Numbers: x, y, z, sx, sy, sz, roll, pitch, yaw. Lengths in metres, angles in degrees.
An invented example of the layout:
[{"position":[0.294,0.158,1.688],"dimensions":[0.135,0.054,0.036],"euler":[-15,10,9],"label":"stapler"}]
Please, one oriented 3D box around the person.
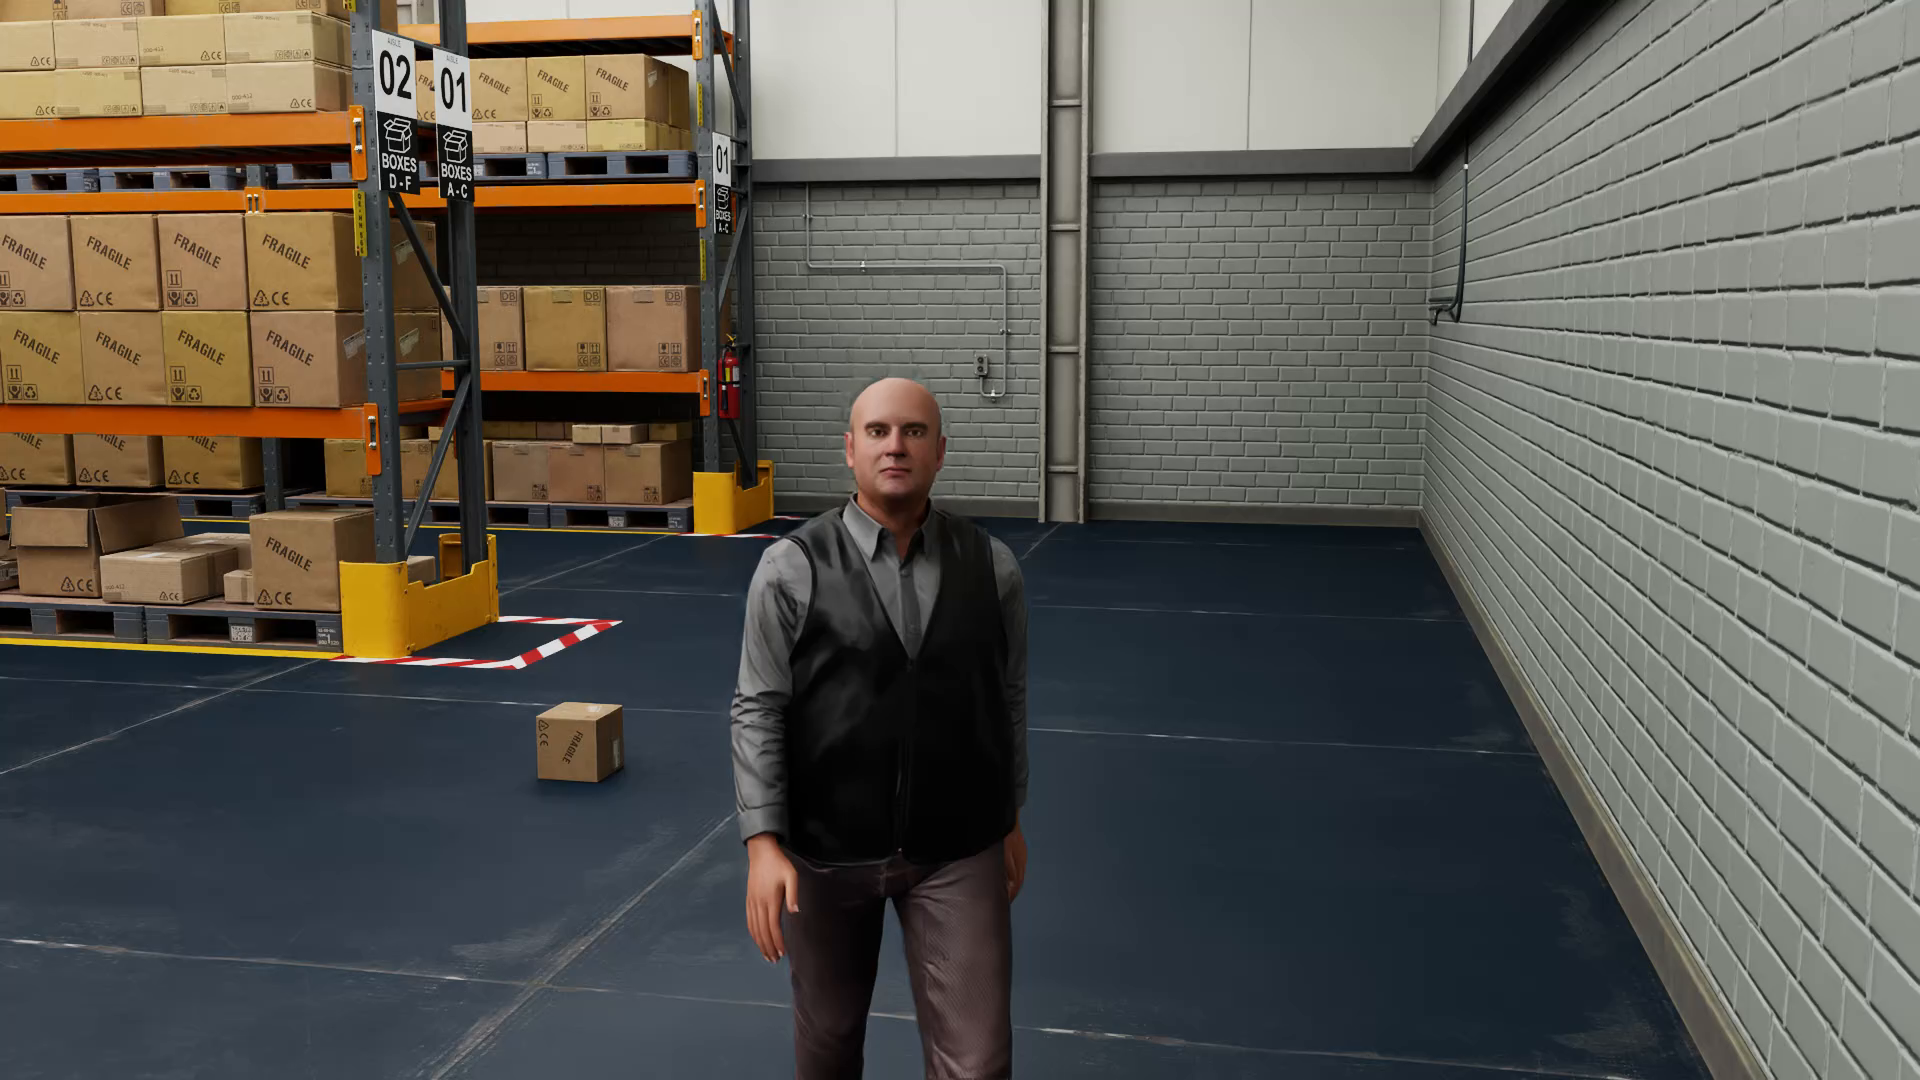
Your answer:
[{"position":[-0.123,0.550,2.978],"dimensions":[0.563,1.669,1.067],"euler":[-1,8,-8],"label":"person"}]
